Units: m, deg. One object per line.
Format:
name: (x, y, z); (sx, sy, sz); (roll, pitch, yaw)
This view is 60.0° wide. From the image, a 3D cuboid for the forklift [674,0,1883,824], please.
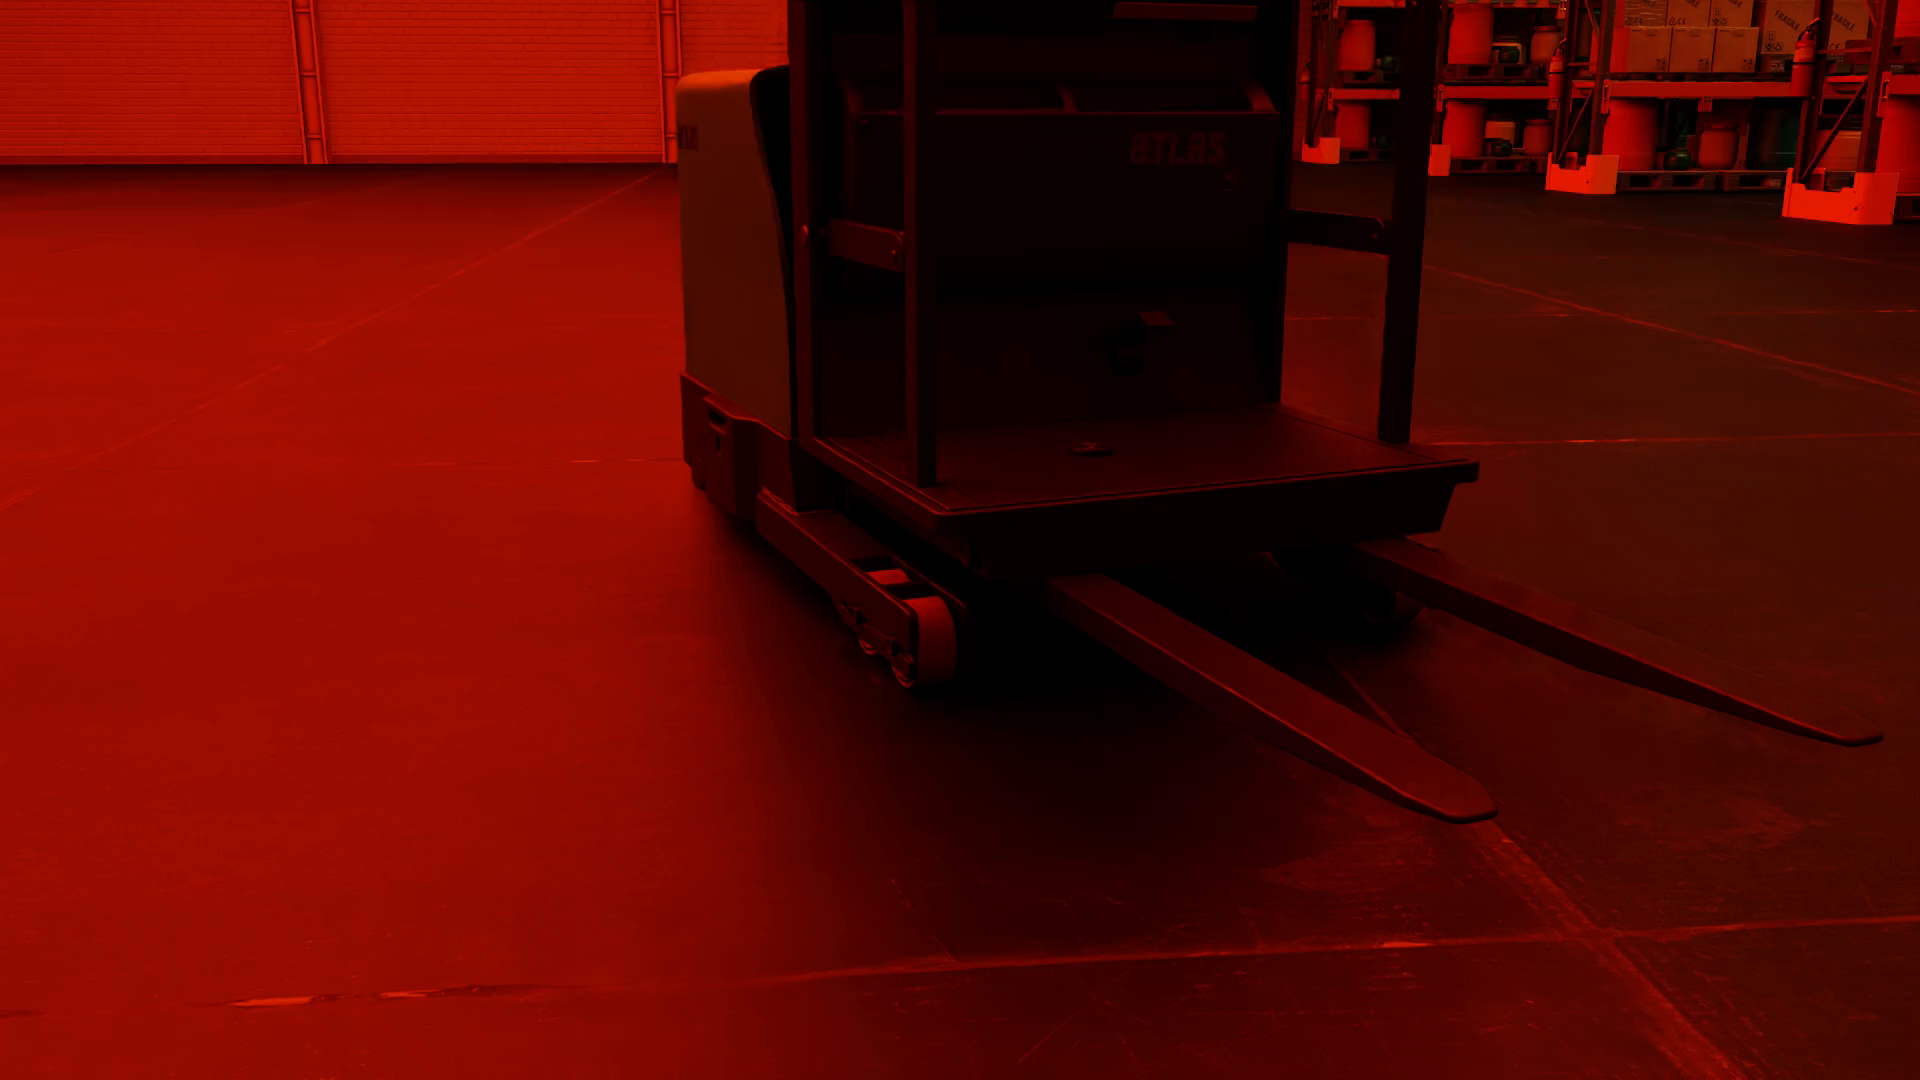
forklift: (0.288, -1.276, 3.023); (1.130, 2.935, 3.031); (-6, 16, -22)
